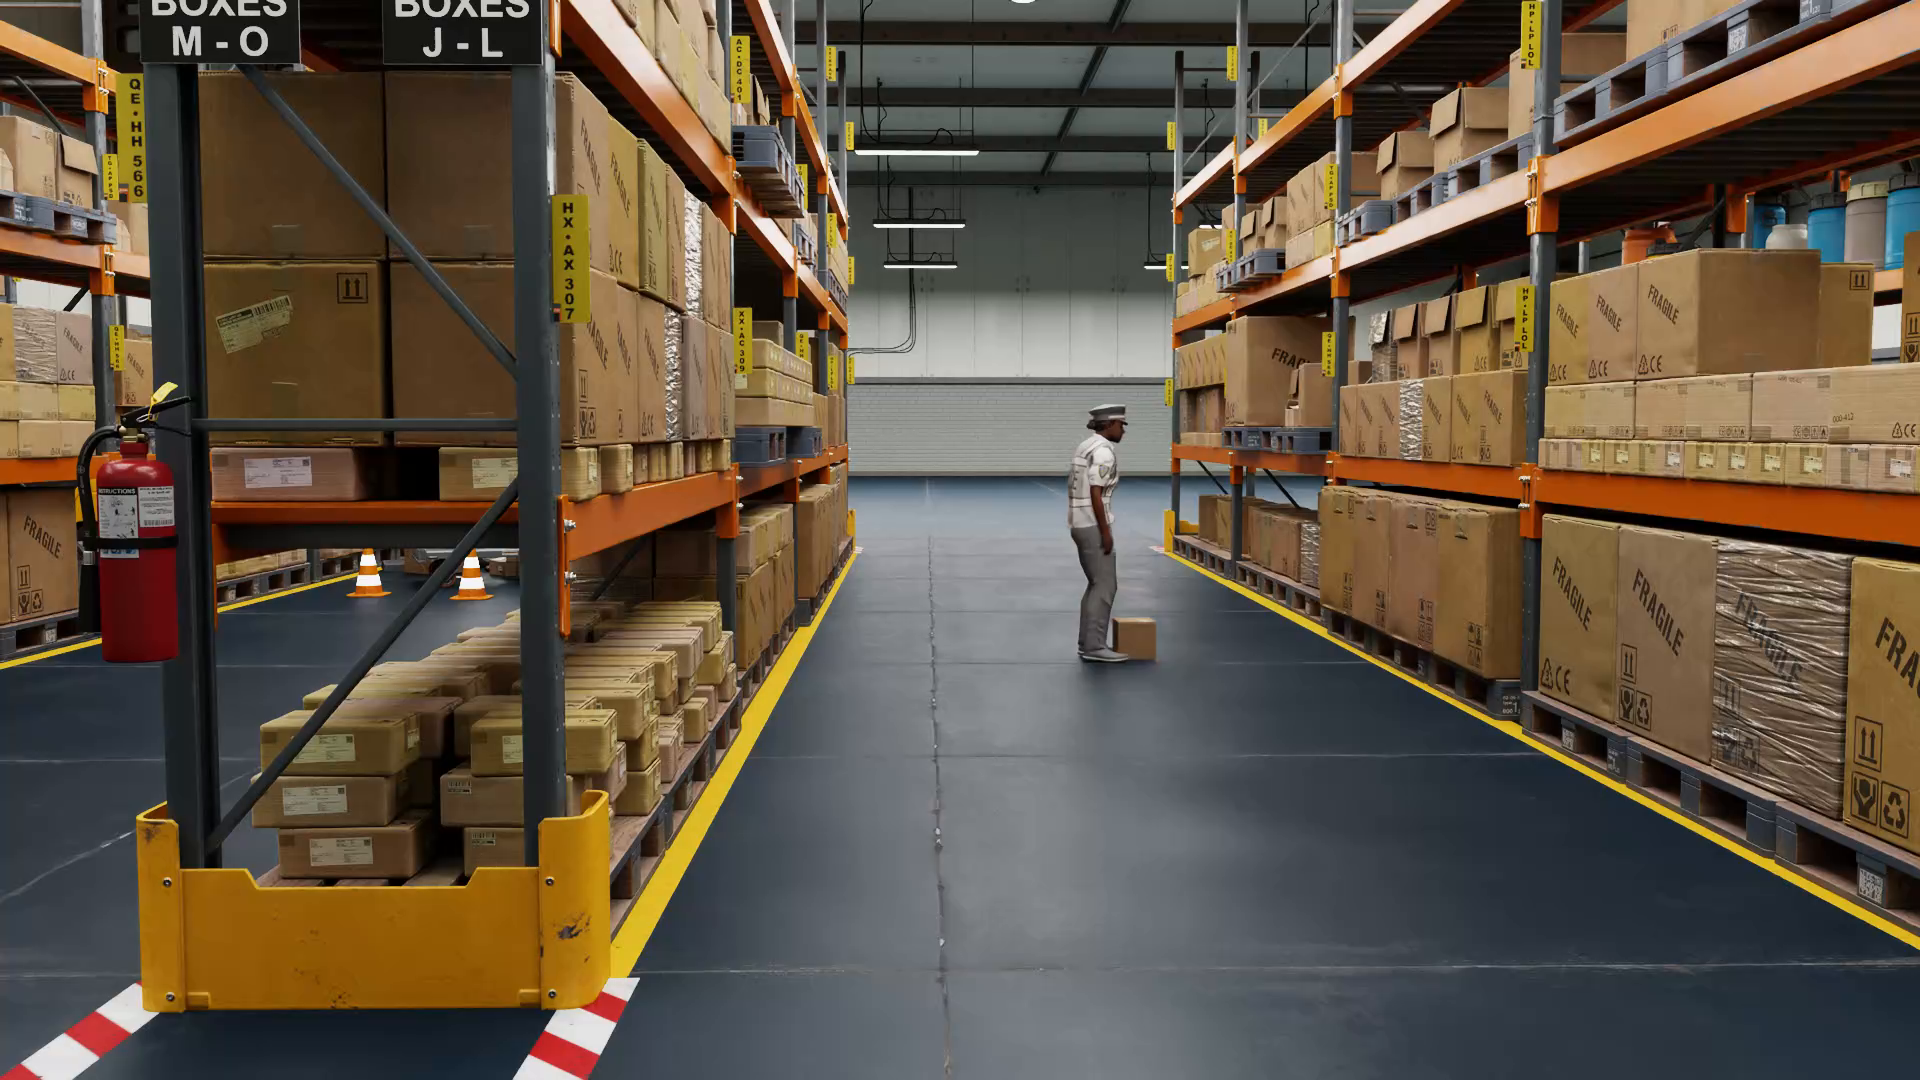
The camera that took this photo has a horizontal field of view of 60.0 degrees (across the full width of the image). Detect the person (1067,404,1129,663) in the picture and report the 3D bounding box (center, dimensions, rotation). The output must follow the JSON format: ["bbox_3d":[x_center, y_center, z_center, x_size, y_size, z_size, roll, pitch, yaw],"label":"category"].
[{"bbox_3d":[0.901,-0.053,10.813,0.397,1.656,0.514,0,4,-4],"label":"person"}]
